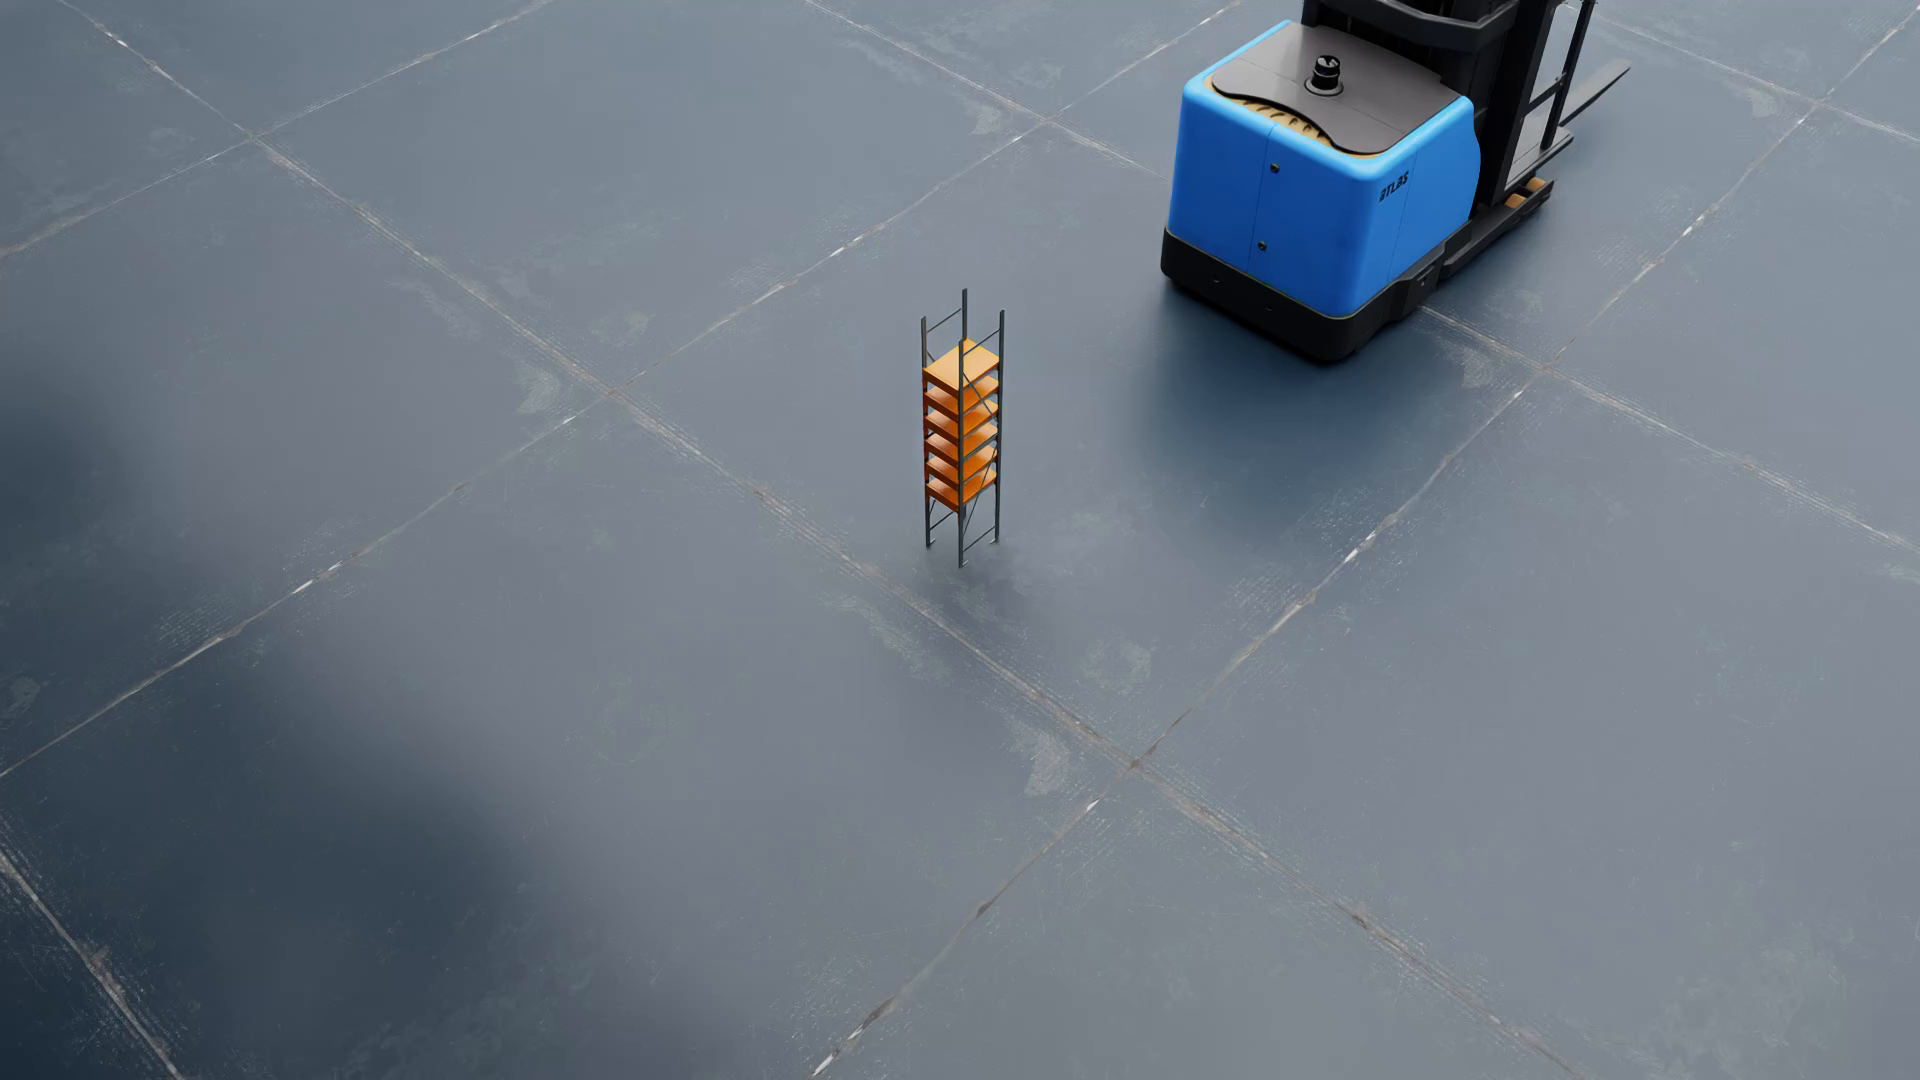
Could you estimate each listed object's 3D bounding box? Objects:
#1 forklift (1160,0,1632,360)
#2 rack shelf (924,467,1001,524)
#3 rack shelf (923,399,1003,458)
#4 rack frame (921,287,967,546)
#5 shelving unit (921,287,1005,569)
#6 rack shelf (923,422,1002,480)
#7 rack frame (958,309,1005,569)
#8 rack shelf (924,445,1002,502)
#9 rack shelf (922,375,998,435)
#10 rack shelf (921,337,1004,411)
[{"bbox_3d":[2.341,-2.798,7.475,1.130,2.935,3.031,35,56,28],"label":"forklift"},{"bbox_3d":[0.011,-0.209,6.622,0.180,0.103,0.258,34,55,28],"label":"rack shelf"},{"bbox_3d":[0.011,-0.455,6.359,0.180,0.103,0.258,34,55,28],"label":"rack shelf"},{"bbox_3d":[-0.057,-0.449,6.457,0.006,1.200,0.240,34,55,28],"label":"rack frame"},{"bbox_3d":[0.011,-0.404,6.414,0.189,1.200,0.258,34,55,28],"label":"shelving unit"},{"bbox_3d":[0.011,-0.373,6.447,0.180,0.103,0.258,34,55,28],"label":"rack shelf"},{"bbox_3d":[0.078,-0.358,6.372,0.006,1.200,0.240,34,55,28],"label":"rack frame"},{"bbox_3d":[0.011,-0.291,6.534,0.180,0.103,0.258,34,55,28],"label":"rack shelf"},{"bbox_3d":[0.011,-0.537,6.272,0.180,0.103,0.258,34,55,28],"label":"rack shelf"},{"bbox_3d":[0.011,-0.620,6.184,0.180,0.103,0.258,34,55,28],"label":"rack shelf"}]
